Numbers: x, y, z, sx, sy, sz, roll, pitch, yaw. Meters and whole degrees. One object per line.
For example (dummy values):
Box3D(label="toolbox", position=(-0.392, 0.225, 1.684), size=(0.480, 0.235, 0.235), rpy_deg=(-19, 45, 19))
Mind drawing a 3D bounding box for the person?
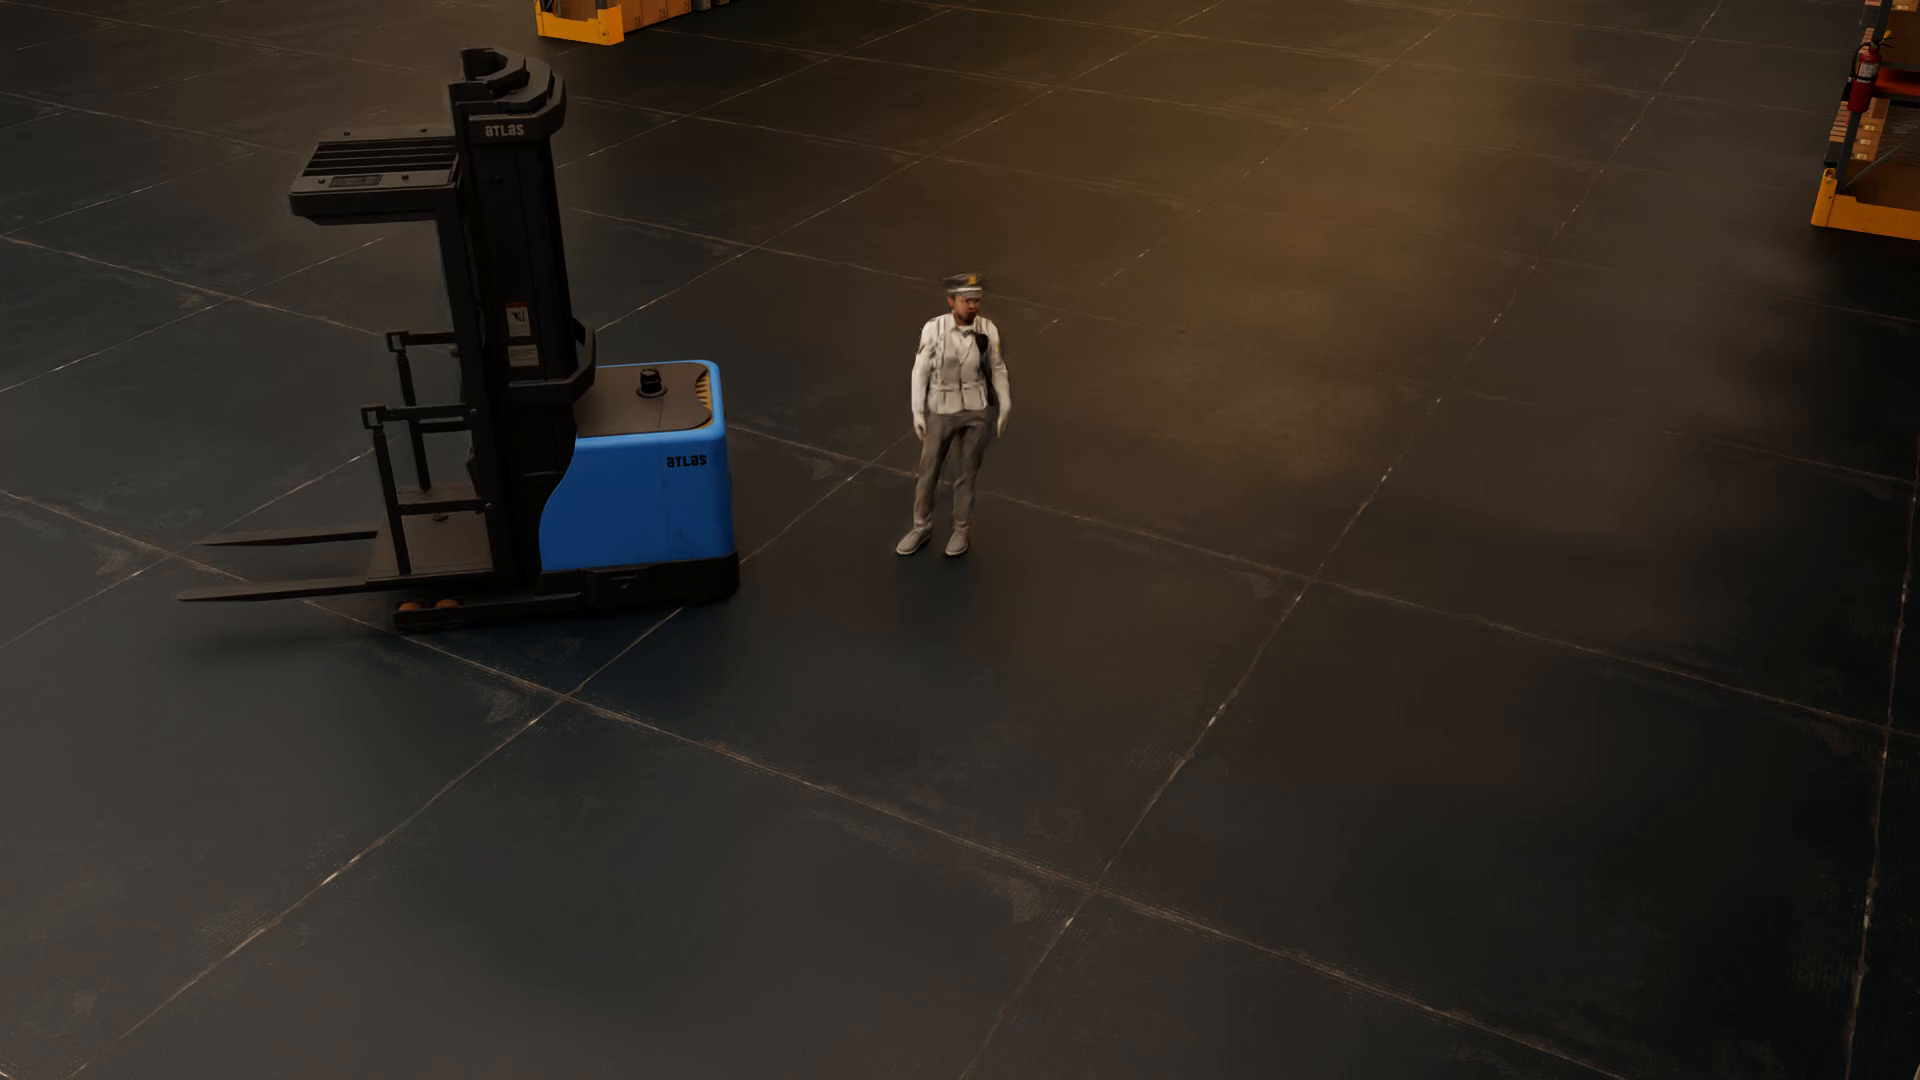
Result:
Box3D(label="person", position=(-0.049, -0.728, 9.560), size=(0.694, 1.696, 0.397), rpy_deg=(-5, 30, -9))

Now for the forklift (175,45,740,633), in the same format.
Box3D(label="forklift", position=(-2.811, -1.044, 8.879), size=(3.031, 2.935, 1.130), rpy_deg=(-5, 30, -8))
